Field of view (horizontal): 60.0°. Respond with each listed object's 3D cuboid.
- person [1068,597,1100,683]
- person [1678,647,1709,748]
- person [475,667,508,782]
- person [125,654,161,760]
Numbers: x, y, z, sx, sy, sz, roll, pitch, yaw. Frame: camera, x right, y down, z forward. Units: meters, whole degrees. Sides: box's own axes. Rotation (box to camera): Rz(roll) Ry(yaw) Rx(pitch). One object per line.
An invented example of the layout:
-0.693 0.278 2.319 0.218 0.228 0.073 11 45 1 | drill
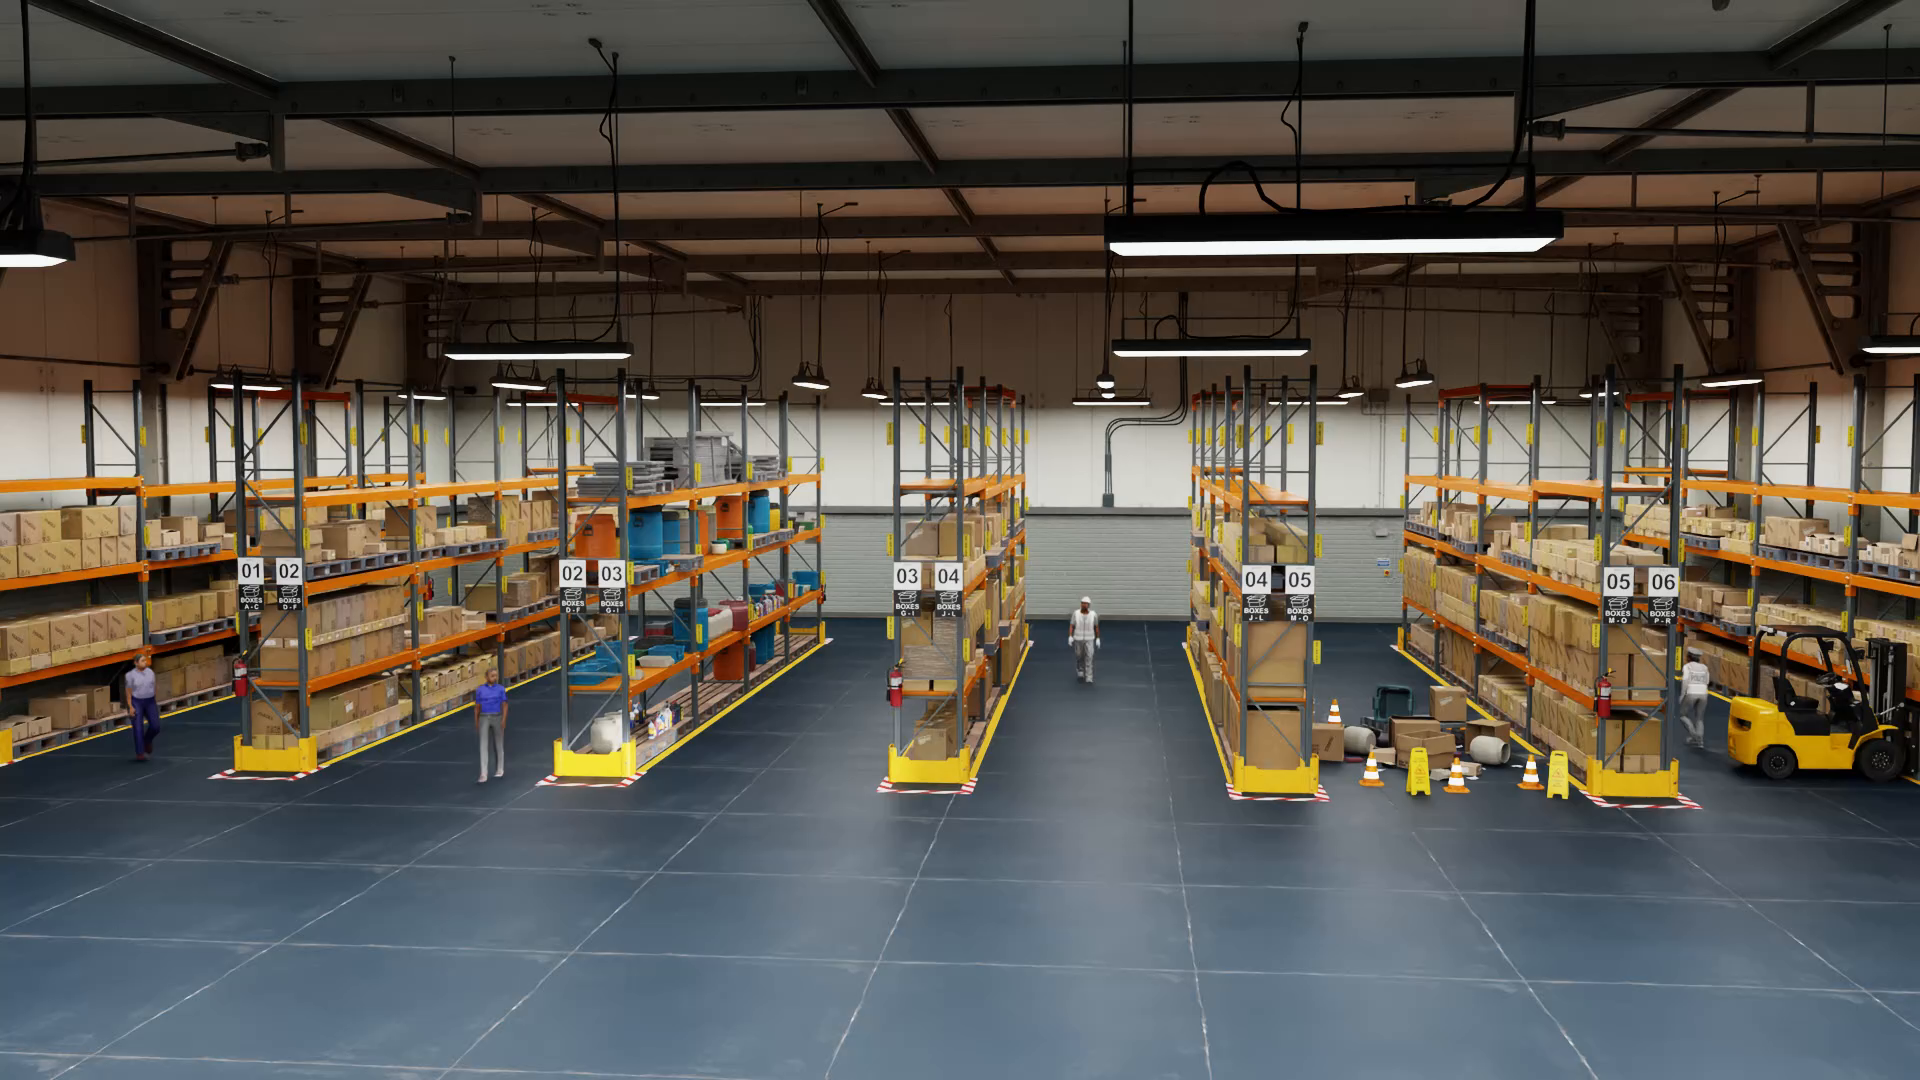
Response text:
2.535 2.024 33.866 0.656 1.725 1.096 0 4 3 | person
11.909 2.543 26.976 0.535 1.581 0.706 0 4 6 | person
-6.826 2.704 24.243 0.475 1.650 0.792 -1 4 -16 | person
-12.697 2.564 25.776 0.473 1.635 0.490 -3 5 -39 | person
